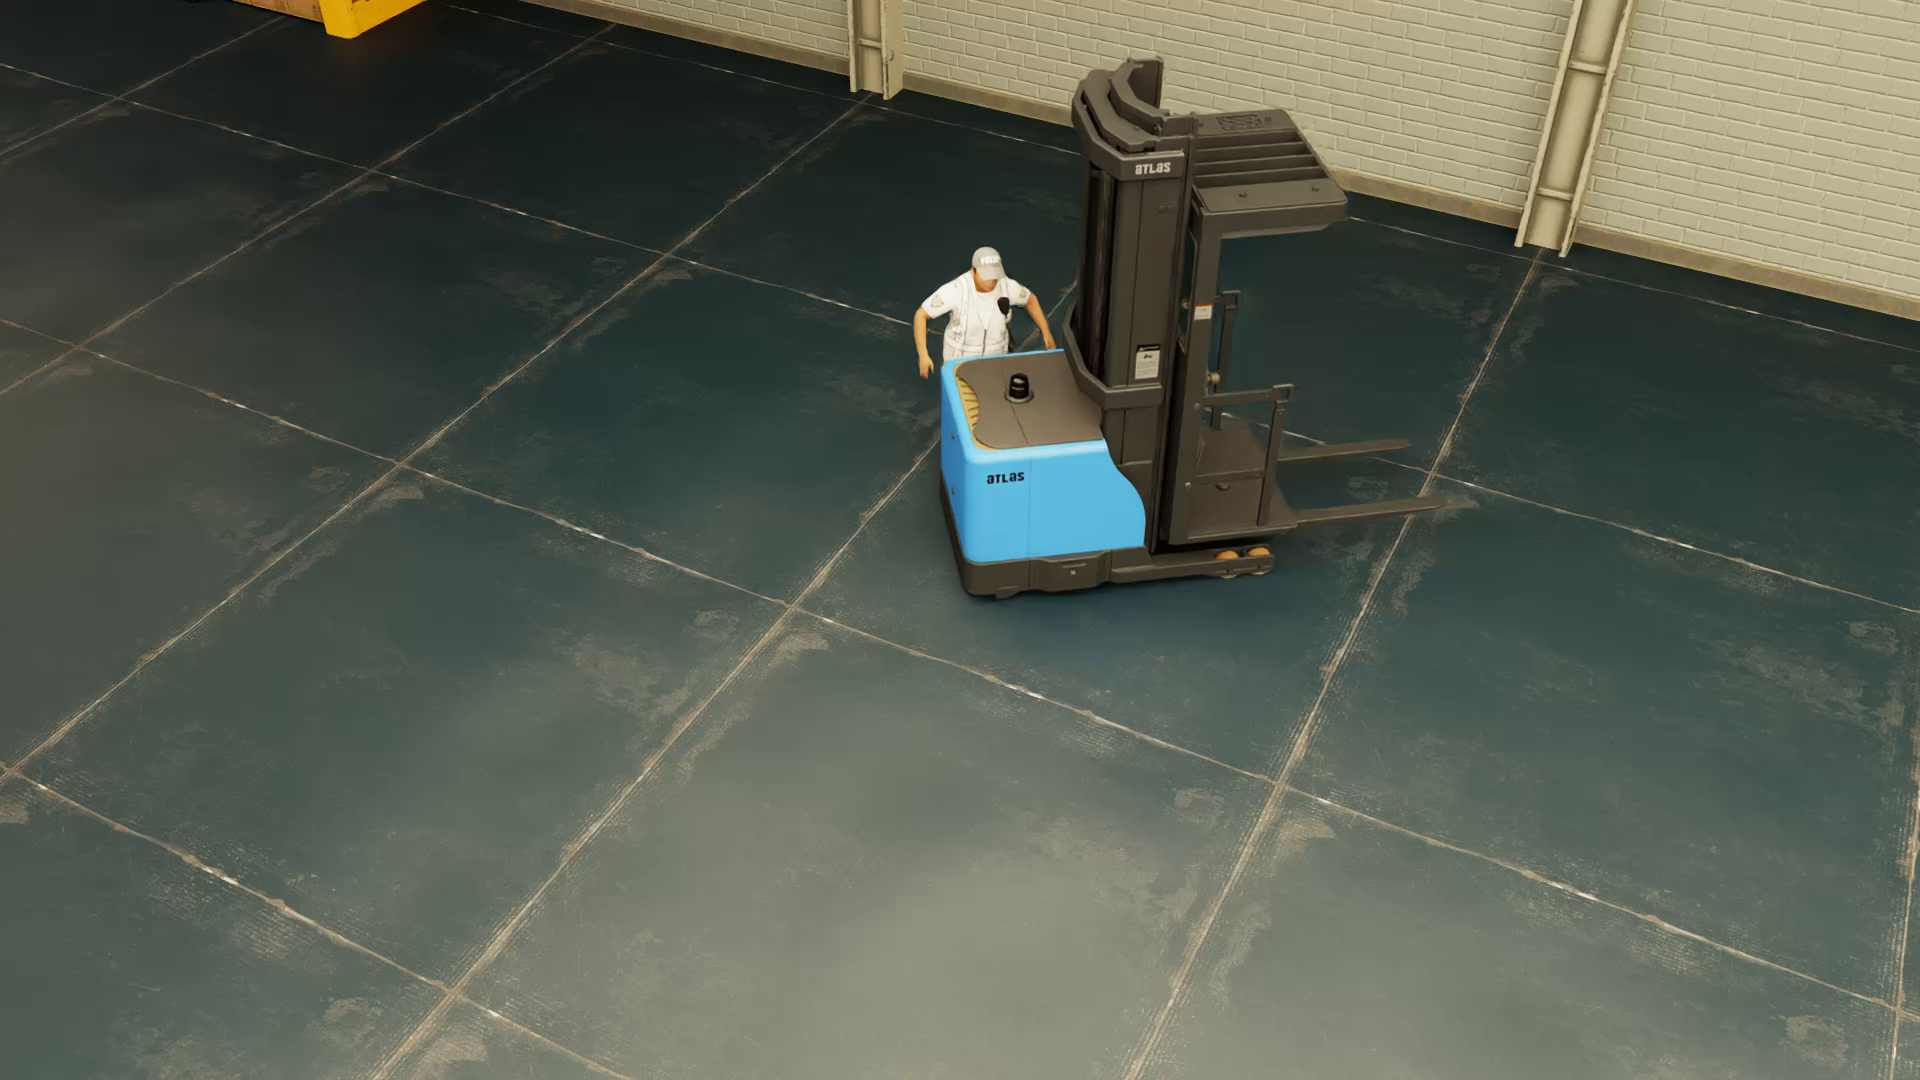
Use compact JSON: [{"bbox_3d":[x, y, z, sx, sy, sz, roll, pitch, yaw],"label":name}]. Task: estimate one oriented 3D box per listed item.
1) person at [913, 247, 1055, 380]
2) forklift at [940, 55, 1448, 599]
[{"bbox_3d":[0.174,-1.061,10.302,0.887,1.591,0.665,-9,41,-11],"label":"person"},{"bbox_3d":[1.438,-1.223,9.438,3.031,2.935,1.130,-6,40,-7],"label":"forklift"}]
